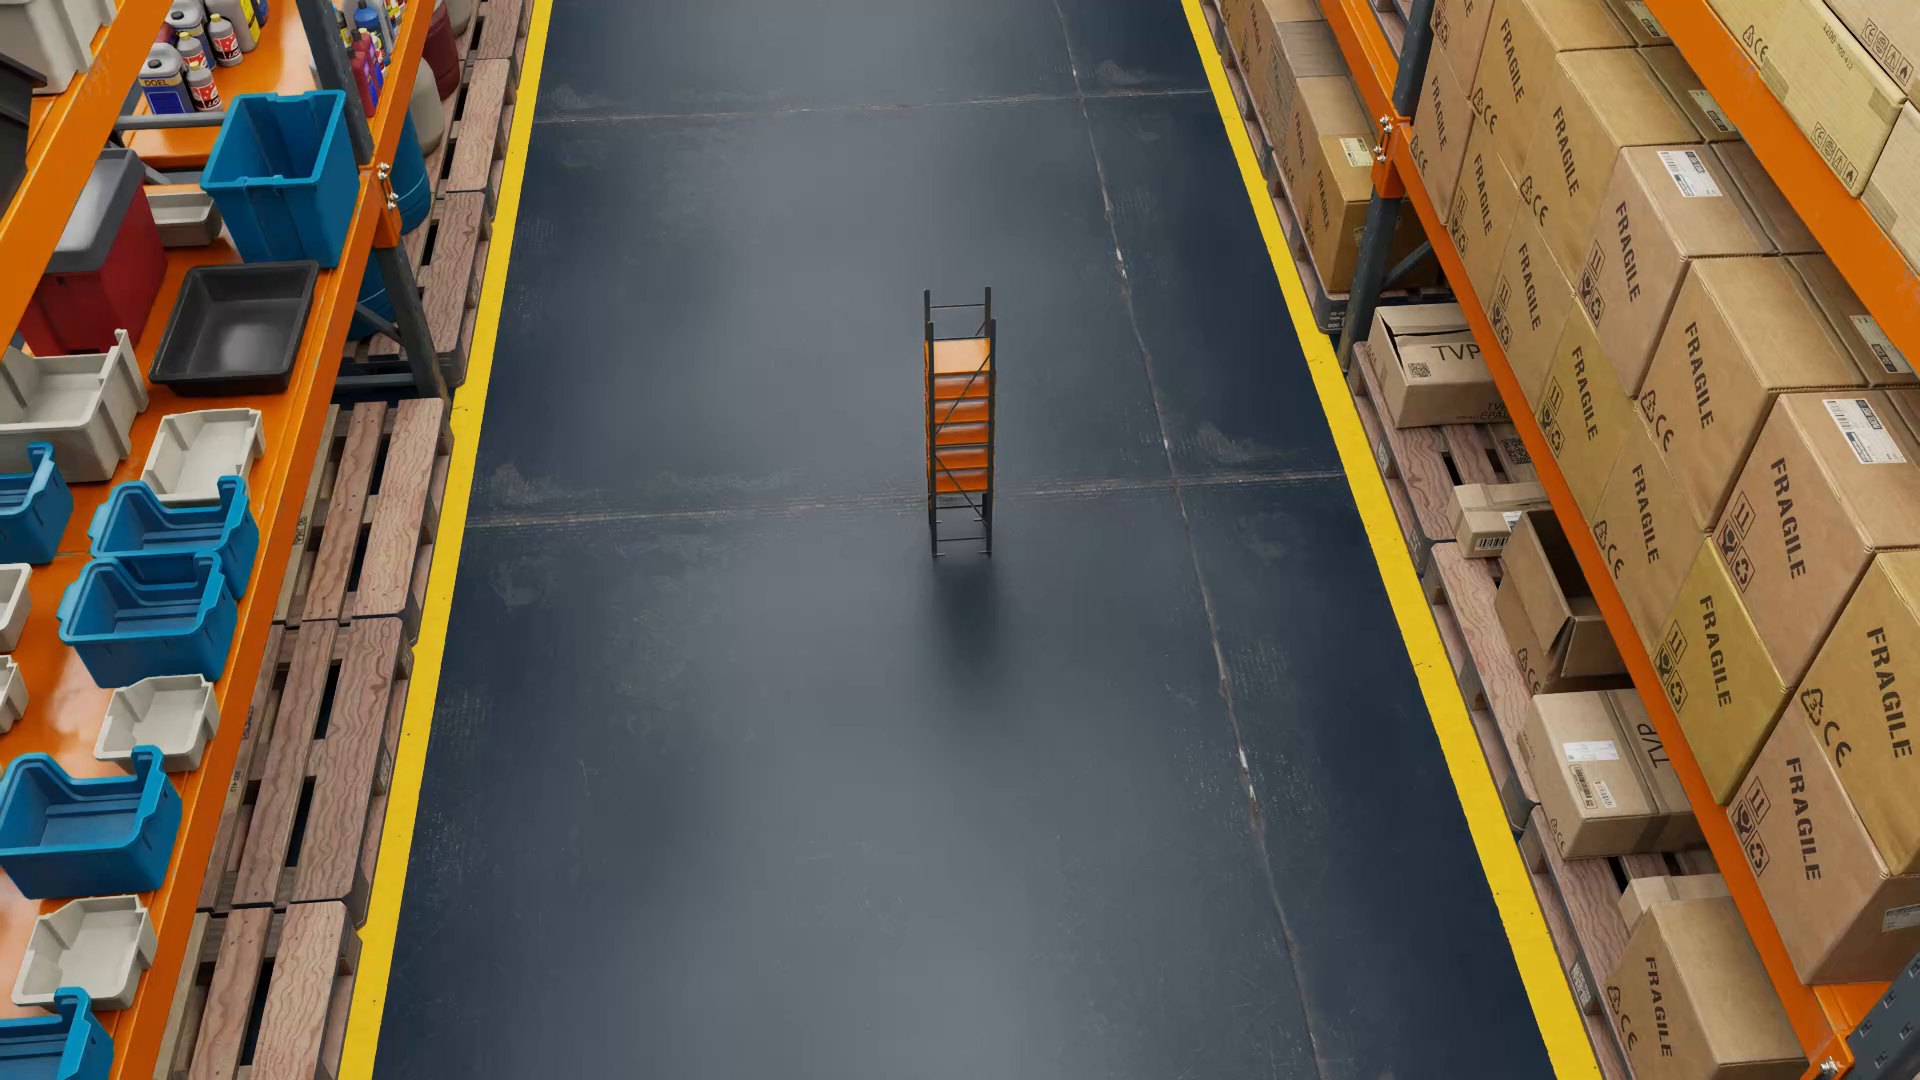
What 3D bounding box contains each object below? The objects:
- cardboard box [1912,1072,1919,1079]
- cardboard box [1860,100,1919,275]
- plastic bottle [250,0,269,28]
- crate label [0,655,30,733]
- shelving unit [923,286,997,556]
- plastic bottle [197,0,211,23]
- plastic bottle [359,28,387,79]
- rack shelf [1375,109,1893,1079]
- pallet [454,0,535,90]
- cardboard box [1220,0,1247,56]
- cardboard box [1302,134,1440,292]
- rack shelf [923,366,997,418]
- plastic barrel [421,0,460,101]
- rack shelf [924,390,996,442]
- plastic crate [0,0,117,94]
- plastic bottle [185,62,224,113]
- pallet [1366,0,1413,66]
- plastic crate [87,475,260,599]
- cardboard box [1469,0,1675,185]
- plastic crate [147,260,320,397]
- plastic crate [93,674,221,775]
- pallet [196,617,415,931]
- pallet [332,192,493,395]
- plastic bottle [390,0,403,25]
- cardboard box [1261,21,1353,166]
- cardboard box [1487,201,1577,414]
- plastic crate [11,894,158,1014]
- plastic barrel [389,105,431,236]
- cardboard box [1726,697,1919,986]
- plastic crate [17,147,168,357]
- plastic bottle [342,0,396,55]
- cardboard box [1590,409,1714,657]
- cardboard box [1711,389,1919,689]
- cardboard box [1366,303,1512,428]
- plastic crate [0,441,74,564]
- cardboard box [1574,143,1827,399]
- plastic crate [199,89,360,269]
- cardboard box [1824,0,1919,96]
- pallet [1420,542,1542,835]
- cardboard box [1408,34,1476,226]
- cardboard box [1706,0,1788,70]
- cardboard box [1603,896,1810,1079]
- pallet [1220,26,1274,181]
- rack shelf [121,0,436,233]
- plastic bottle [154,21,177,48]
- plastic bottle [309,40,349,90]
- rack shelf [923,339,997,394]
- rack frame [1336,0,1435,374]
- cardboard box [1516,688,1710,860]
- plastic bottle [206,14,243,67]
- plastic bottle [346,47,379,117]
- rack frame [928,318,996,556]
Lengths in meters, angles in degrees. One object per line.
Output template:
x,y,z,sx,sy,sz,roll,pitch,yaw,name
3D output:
2.851,1.549,4.877,0.380,0.149,0.250,-3,47,-3,cardboard box
2.207,-0.654,3.341,0.500,0.250,0.500,-3,47,-3,cardboard box
-3.002,-2.323,6.918,0.144,0.351,0.185,-3,47,-3,plastic bottle
-2.699,0.423,4.424,0.396,0.136,0.243,-3,47,-3,crate label
-0.001,-0.423,6.324,0.258,1.200,0.189,-3,47,-3,shelving unit
-3.131,-2.180,6.783,0.144,0.351,0.185,-3,47,-3,plastic bottle
-2.372,-1.954,6.671,0.097,0.201,0.097,0,47,0,plastic bottle
2.376,-0.156,5.327,1.077,0.370,4.000,-3,47,-3,rack shelf
-2.955,-2.919,9.369,1.003,0.211,1.213,-3,47,-3,pallet
1.714,-2.948,8.894,0.500,0.500,0.500,-4,47,-4,cardboard box
1.882,-1.482,7.506,0.500,0.500,0.500,-4,47,-4,cardboard box
-0.001,-0.558,6.182,0.258,0.103,0.180,-3,47,-3,rack shelf
-2.910,-2.591,8.510,0.600,0.588,0.708,-3,47,-3,plastic barrel
-0.001,-0.475,6.269,0.258,0.103,0.180,-3,47,-3,rack shelf
-2.271,-1.271,3.903,0.437,0.282,0.530,-3,47,-3,plastic crate
-2.960,-1.770,6.497,0.097,0.201,0.097,0,47,0,plastic bottle
2.251,-2.369,7.060,1.003,0.211,1.213,-3,47,-3,pallet
-2.221,0.011,4.748,0.416,0.233,0.300,-3,47,-3,plastic crate
2.012,-1.497,5.344,0.500,0.500,0.500,-5,47,-5,cardboard box
-2.366,-0.684,5.480,0.437,0.125,0.590,-3,47,-3,plastic crate
-2.086,0.486,4.364,0.250,0.136,0.298,-3,47,-3,plastic crate
-2.522,0.821,5.827,1.003,0.211,1.213,-3,47,-3,pallet
-2.751,-1.154,7.697,1.003,0.211,1.213,-3,47,-3,pallet
-2.408,-2.262,6.963,0.097,0.201,0.097,0,47,0,plastic bottle
1.807,-2.203,8.189,0.500,0.500,0.500,-3,47,-3,cardboard box
2.066,-0.767,5.341,0.500,0.500,0.500,-4,47,-4,cardboard box
-2.030,0.977,3.899,0.250,0.136,0.298,-3,47,-3,plastic crate
-2.815,-1.882,7.622,0.600,0.901,0.708,-3,47,-3,plastic barrel
2.235,0.702,3.950,0.500,0.500,0.500,-2,47,-2,cardboard box
-2.903,-0.933,5.482,0.402,0.464,0.583,-3,47,-3,plastic crate
-2.417,-2.132,6.789,0.152,0.276,0.135,-3,47,-3,plastic bottle
2.152,-0.034,4.648,0.500,0.500,0.500,-3,47,-3,cardboard box
2.189,-0.005,3.931,0.500,0.500,0.500,-2,47,-2,cardboard box
2.028,-0.760,6.953,0.500,0.311,0.500,-3,47,-3,cardboard box
-2.820,-0.091,4.844,0.416,0.233,0.300,-3,47,-3,plastic crate
2.098,-0.752,4.638,0.500,0.500,0.500,-2,47,-2,cardboard box
-2.349,-1.250,5.837,0.392,0.384,0.575,-3,47,-3,plastic crate
2.166,-1.188,3.502,0.500,0.250,0.500,-3,47,-3,cardboard box
2.371,0.490,6.140,1.003,0.211,1.213,-3,47,-3,pallet
1.980,-1.499,6.035,0.500,0.500,0.500,-2,47,-2,cardboard box
2.126,-1.378,4.026,0.500,0.250,0.500,-3,47,-3,cardboard box
2.253,1.374,4.802,0.500,0.500,0.500,-3,47,-3,cardboard box
1.998,-2.362,8.842,1.003,0.211,1.213,-3,47,-3,pallet
-2.895,-2.751,7.785,1.077,0.370,4.000,-3,47,-3,rack shelf
-3.147,-1.942,6.603,0.061,0.283,0.133,-3,47,-3,plastic bottle
-2.437,-1.838,6.459,0.144,0.351,0.185,-3,47,-3,plastic bottle
-0.001,-0.640,6.095,0.258,0.103,0.180,-3,47,-3,rack shelf
2.209,-1.850,6.436,1.000,3.000,0.127,-3,47,-3,rack frame
2.203,0.771,5.545,0.500,0.250,0.500,-3,47,-3,cardboard box
-2.990,-2.034,6.748,0.097,0.201,0.097,0,47,0,plastic bottle
-2.333,-1.803,6.472,0.061,0.283,0.133,-3,47,-3,plastic bottle
0.006,-0.357,6.262,0.240,1.200,0.006,-3,47,-3,rack frame
